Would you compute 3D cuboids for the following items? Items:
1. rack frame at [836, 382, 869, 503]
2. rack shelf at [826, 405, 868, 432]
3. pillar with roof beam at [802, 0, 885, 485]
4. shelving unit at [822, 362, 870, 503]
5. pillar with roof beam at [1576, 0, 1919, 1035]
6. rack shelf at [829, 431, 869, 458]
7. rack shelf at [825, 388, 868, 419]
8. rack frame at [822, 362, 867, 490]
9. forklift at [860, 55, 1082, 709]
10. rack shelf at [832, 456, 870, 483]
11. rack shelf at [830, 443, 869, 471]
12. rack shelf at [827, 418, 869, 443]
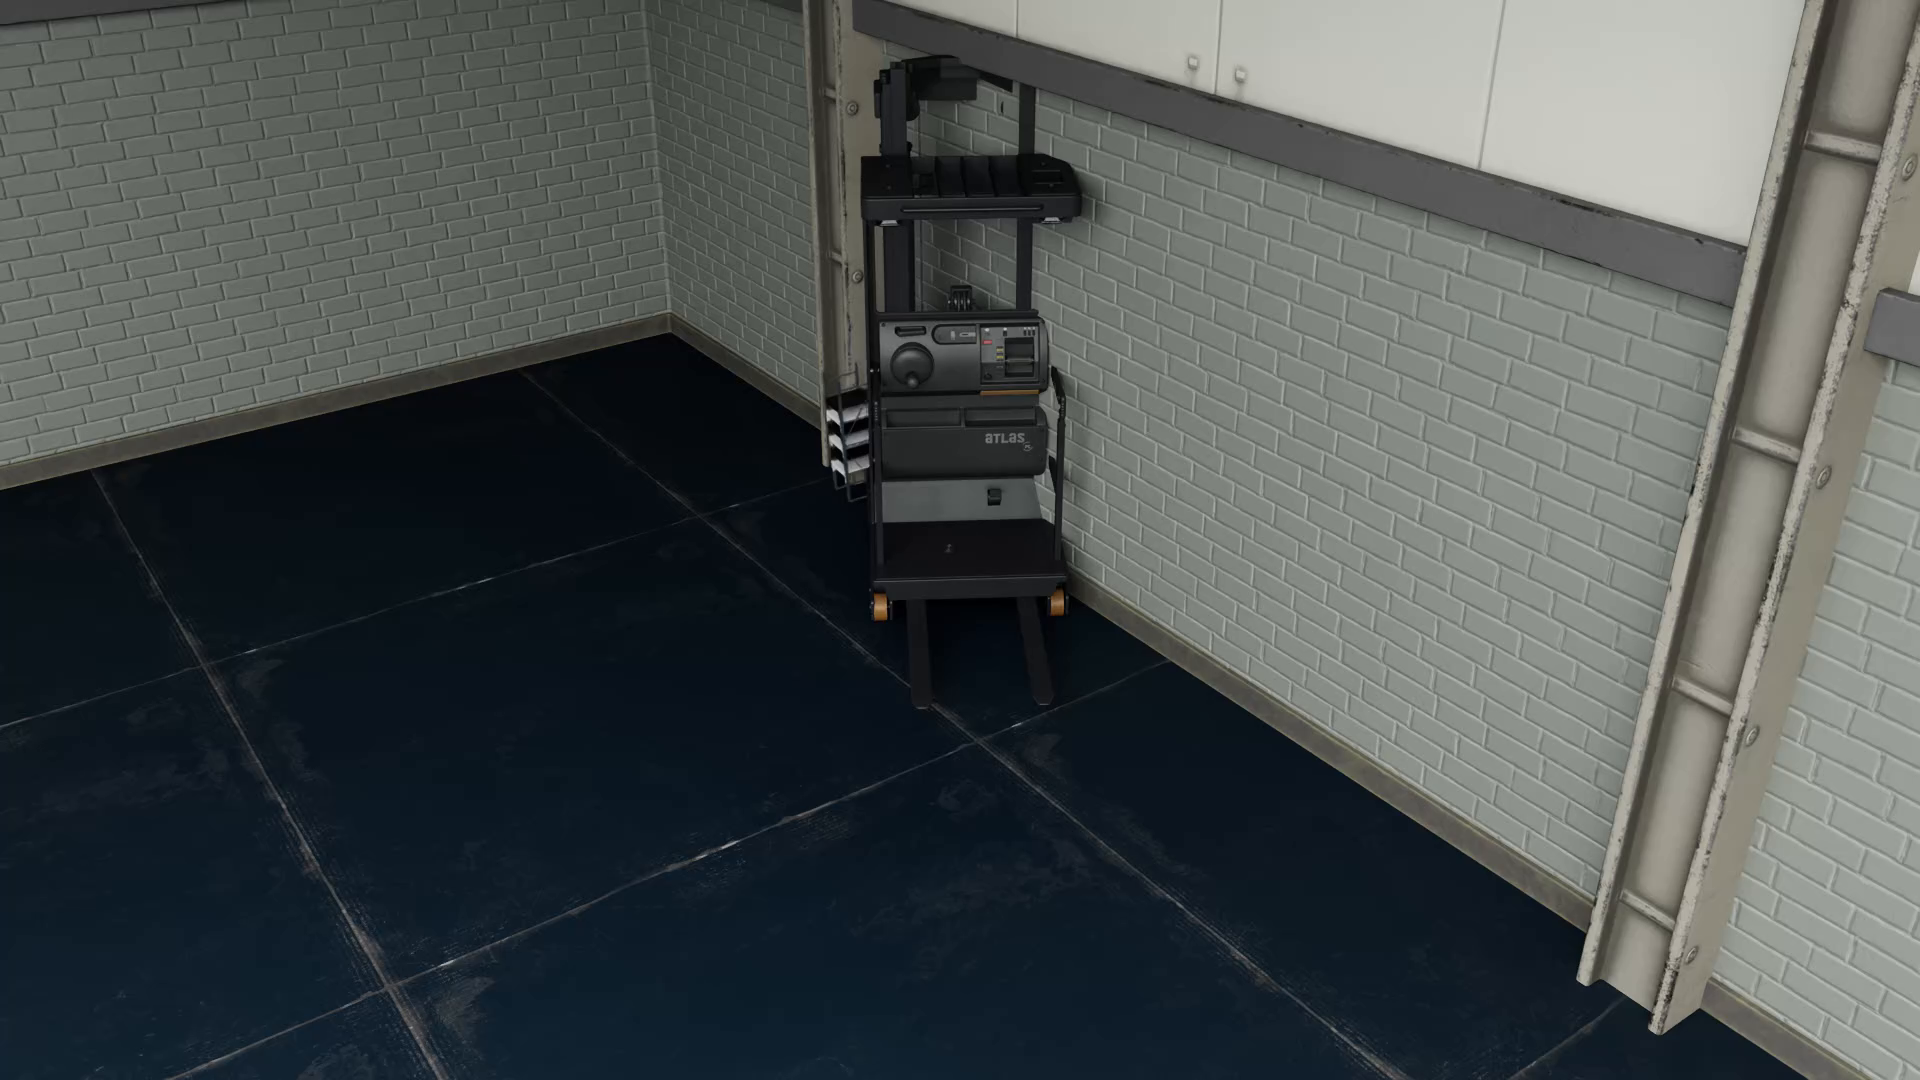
[{"bbox_3d":[-0.634,-0.616,10.540,0.240,0.900,0.006,-18,33,-23],"label":"rack frame"},{"bbox_3d":[-0.691,-0.785,10.546,0.258,0.077,0.200,-18,33,-23],"label":"rack shelf"},{"bbox_3d":[-4.195,-3.241,6.789,9.100,9.000,0.400,-19,34,-31],"label":"pillar with roof beam"},{"bbox_3d":[-0.683,-0.658,10.618,0.258,0.900,0.210,-18,33,-23],"label":"shelving unit"},{"bbox_3d":[-0.714,-0.909,2.494,9.100,9.000,0.400,-19,34,-31],"label":"pillar with roof beam"},{"bbox_3d":[-0.681,-0.629,10.635,0.258,0.077,0.200,-18,33,-23],"label":"rack shelf"},{"bbox_3d":[-0.696,-0.863,10.501,0.258,0.077,0.200,-18,33,-23],"label":"rack shelf"},{"bbox_3d":[-0.732,-0.700,10.697,0.240,0.900,0.006,-18,33,-23],"label":"rack frame"},{"bbox_3d":[0.035,-0.988,8.998,1.130,2.935,3.031,-2,29,-3],"label":"forklift"},{"bbox_3d":[-0.672,-0.473,10.725,0.258,0.077,0.200,-18,33,-23],"label":"rack shelf"},{"bbox_3d":[-0.677,-0.551,10.680,0.258,0.077,0.200,-18,33,-23],"label":"rack shelf"},{"bbox_3d":[-0.686,-0.707,10.590,0.258,0.077,0.200,-18,33,-23],"label":"rack shelf"}]
